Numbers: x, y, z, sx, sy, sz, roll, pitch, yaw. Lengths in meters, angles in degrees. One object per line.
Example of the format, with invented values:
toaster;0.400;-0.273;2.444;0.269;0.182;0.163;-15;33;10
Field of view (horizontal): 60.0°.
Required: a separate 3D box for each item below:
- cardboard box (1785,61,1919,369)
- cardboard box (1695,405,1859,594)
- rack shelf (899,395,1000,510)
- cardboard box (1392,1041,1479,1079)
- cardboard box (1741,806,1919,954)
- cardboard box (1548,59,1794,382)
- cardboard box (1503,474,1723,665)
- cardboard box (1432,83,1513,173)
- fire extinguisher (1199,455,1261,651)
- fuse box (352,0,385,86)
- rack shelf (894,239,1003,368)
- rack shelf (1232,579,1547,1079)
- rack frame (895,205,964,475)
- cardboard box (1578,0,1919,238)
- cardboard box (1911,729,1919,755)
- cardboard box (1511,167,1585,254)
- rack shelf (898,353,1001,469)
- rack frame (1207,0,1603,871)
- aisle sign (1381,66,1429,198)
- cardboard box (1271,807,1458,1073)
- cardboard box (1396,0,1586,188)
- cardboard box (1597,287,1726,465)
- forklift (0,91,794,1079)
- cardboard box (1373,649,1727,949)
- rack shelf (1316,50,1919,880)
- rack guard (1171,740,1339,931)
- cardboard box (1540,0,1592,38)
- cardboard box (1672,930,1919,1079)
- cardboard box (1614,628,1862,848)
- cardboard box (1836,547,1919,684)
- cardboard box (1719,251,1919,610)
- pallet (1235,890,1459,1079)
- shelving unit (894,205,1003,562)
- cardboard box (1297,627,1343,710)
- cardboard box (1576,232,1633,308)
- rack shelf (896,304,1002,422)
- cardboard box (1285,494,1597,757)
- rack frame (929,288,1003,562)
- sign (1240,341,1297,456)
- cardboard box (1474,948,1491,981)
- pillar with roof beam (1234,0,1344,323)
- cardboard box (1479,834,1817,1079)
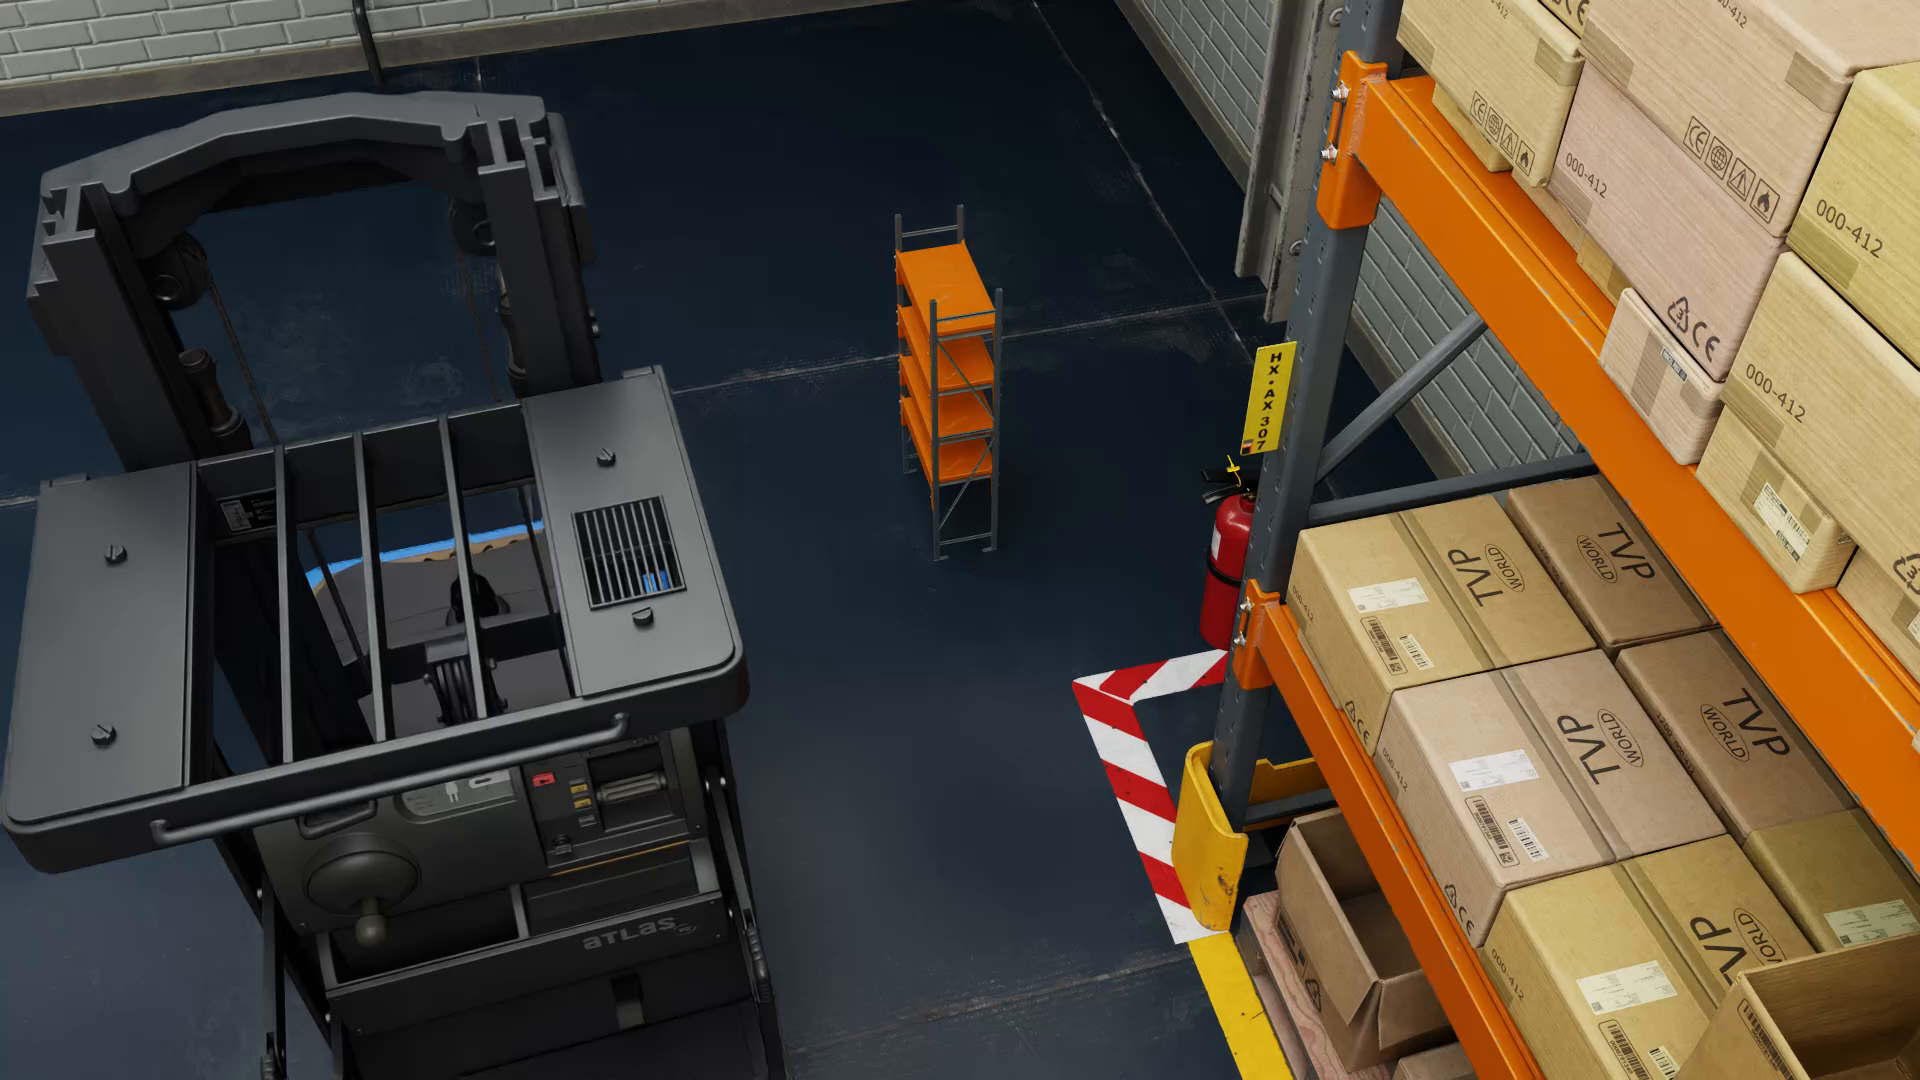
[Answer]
cardboard box;1.367;-0.347;1.936;0.500;0.250;0.500;-11;47;-11
cardboard box;1.279;-0.094;2.318;0.380;0.149;0.250;-11;47;-10
rack shelf;-0.042;-0.348;6.123;0.258;0.148;0.480;-11;47;-10
cardboard box;1.379;1.469;4.412;0.380;0.149;0.250;-12;47;-12
cardboard box;1.870;0.795;3.268;0.500;0.250;0.500;-9;46;-9
cardboard box;1.242;-0.520;2.456;0.500;0.250;0.500;-10;46;-10
cardboard box;1.617;0.096;3.953;0.500;0.250;0.500;-9;46;-9
cardboard box;1.099;-0.821;3.030;0.380;0.149;0.250;-10;46;-9
fire extinguisher;0.758;0.019;4.447;0.296;0.674;0.183;-11;47;-10
fuse box;-2.953;-2.933;7.926;0.539;1.711;0.414;-11;47;-10
rack shelf;-0.042;-0.809;5.653;0.258;0.148;0.480;-11;47;-10
rack shelf;1.755;1.511;3.173;1.077;0.370;4.000;-11;47;-10
rack frame;-0.105;-0.703;6.099;0.240;1.200;0.015;-11;47;-10
cardboard box;1.225;-0.691;2.274;0.500;0.250;0.500;-11;47;-11
cardboard box;1.398;0.255;1.976;0.380;0.149;0.250;-11;47;-10
cardboard box;1.192;-0.645;2.858;0.380;0.149;0.250;-10;46;-10
rack shelf;-0.042;-0.487;5.982;0.258;0.148;0.480;-11;47;-10
rack frame;1.243;-0.122;4.269;1.000;3.000;0.127;-11;47;-10
aisle sign;0.941;-1.025;3.334;0.394;0.787;0.004;-11;47;-10
cardboard box;1.308;1.045;4.580;0.797;0.503;0.637;-12;47;-12
cardboard box;1.092;-0.867;2.796;0.500;0.250;0.500;-11;47;-11
cardboard box;1.205;-0.274;2.494;0.380;0.149;0.250;-10;46;-9
forklift;-0.978;0.713;3.499;1.130;2.935;3.031;-12;47;-12
cardboard box;1.228;0.537;3.520;0.500;0.250;0.500;-10;46;-10
rack shelf;1.755;0.461;2.102;1.077;0.370;4.000;-11;47;-10
rack guard;1.262;0.806;5.111;1.175;0.500;0.348;-11;47;-10
cardboard box;1.113;-1.046;2.621;0.500;0.250;0.500;-11;47;-11
cardboard box;1.483;0.962;2.579;0.500;0.500;0.500;-10;46;-9
cardboard box;1.748;0.452;3.604;0.500;0.250;0.500;-11;47;-10
cardboard box;1.402;0.065;2.162;0.380;0.149;0.250;-11;47;-11
cardboard box;1.361;-0.164;2.107;0.500;0.250;0.500;-12;47;-12
pallet;1.467;1.457;4.675;1.003;0.211;1.213;-11;47;-10
shelving unit;-0.042;-0.534;5.933;0.258;1.200;0.503;-11;47;-10
cardboard box;1.061;0.243;4.087;0.380;0.149;0.250;-11;47;-11
cardboard box;1.241;-0.465;2.681;0.380;0.149;0.250;-11;47;-10
rack shelf;-0.042;-0.644;5.822;0.258;0.148;0.480;-11;47;-10
cardboard box;1.098;0.189;3.861;0.500;0.250;0.500;-10;47;-10
rack frame;0.020;-0.366;5.768;0.240;1.200;0.015;-11;47;-10
sign;0.718;-0.326;3.863;0.100;0.325;0.005;-11;47;-10
cardboard box;1.278;0.771;3.570;0.380;0.149;0.250;-9;46;-9
pillar with roof beam;-2.738;-3.461;3.341;9.100;9.000;0.400;-11;47;-10
cardboard box;1.361;0.886;3.178;0.500;0.250;0.500;-12;47;-11
